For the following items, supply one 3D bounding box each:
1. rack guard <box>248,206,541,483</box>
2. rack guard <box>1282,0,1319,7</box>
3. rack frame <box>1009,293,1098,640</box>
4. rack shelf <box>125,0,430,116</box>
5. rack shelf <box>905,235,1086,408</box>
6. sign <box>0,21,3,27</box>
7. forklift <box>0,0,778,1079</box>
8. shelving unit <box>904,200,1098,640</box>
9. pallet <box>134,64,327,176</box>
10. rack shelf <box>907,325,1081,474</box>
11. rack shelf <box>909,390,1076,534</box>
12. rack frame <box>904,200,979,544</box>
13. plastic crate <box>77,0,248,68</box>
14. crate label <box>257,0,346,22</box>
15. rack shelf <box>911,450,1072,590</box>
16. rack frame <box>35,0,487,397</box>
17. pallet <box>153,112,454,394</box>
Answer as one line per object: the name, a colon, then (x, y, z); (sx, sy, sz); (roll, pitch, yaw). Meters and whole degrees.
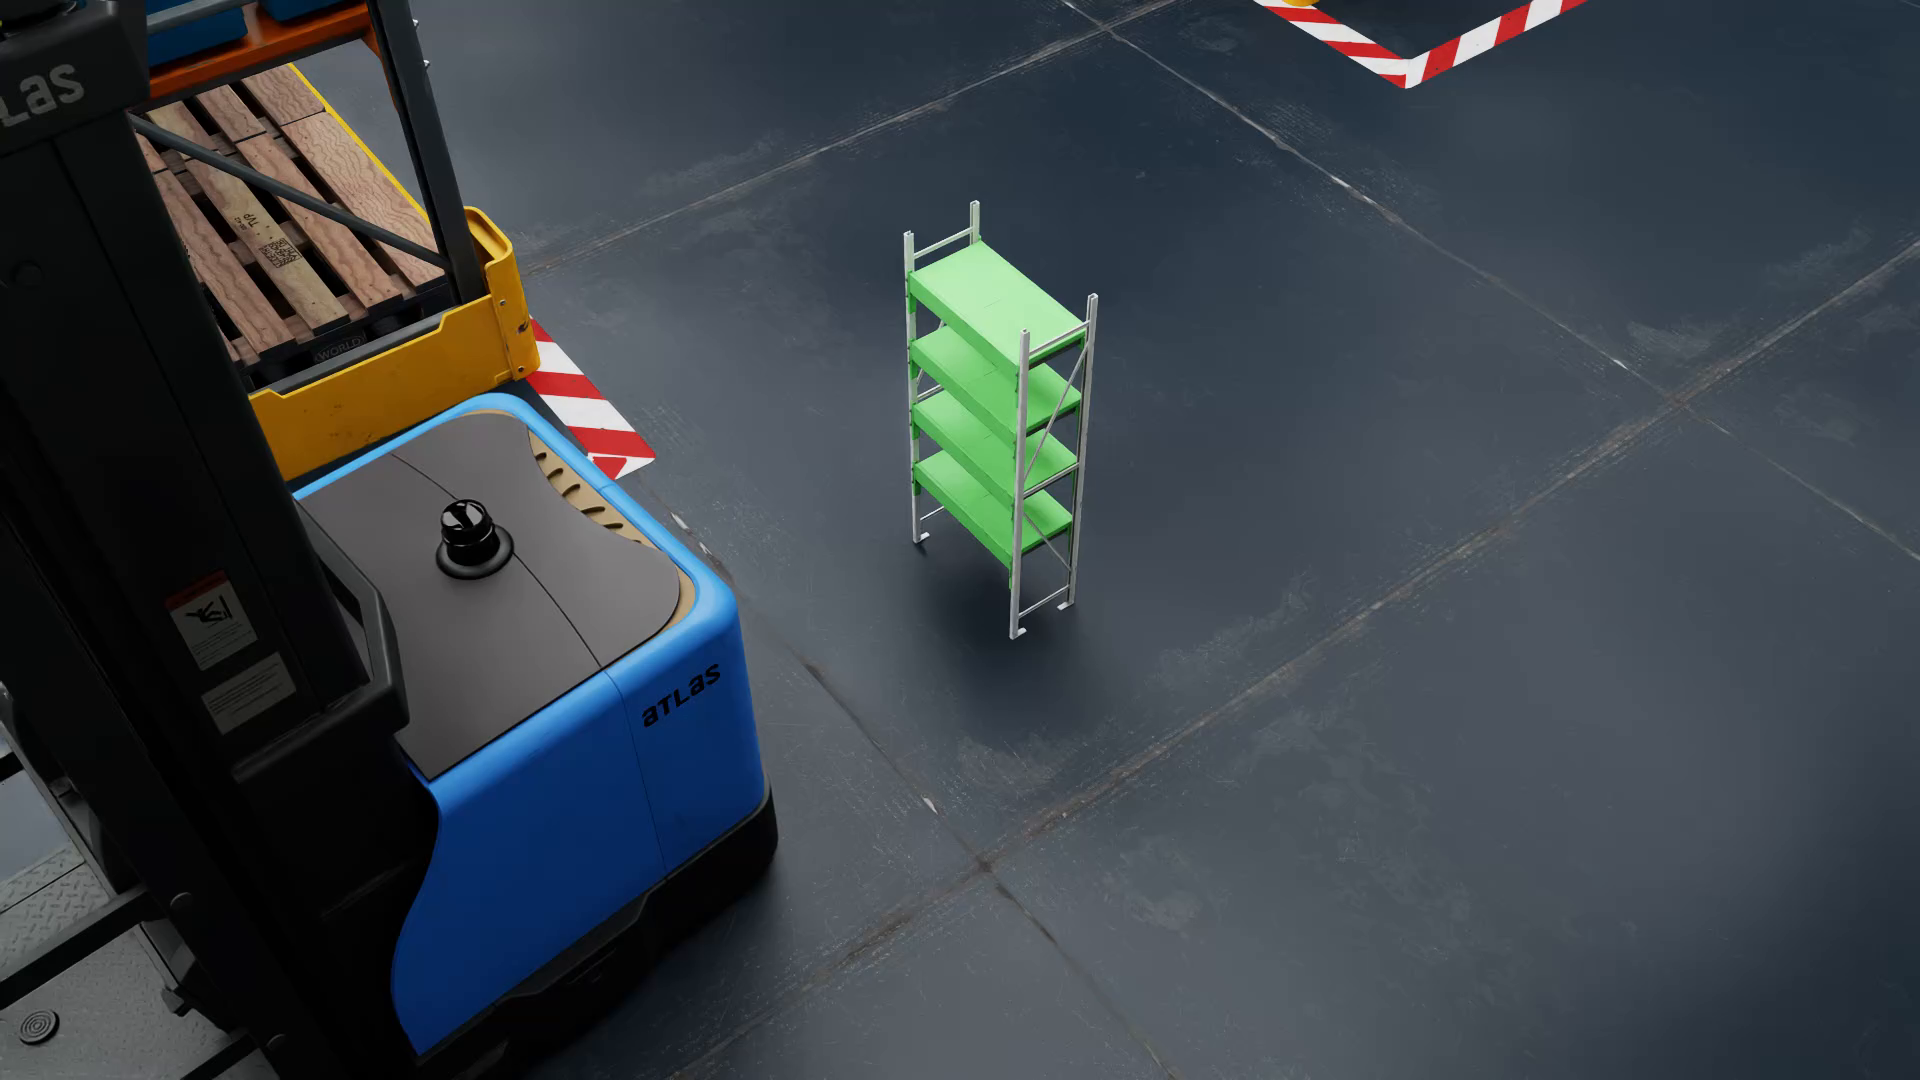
rack guard: (-2.007, -0.611, 5.466); (1.175, 0.500, 0.348); (-29, 54, -24)
rack guard: (1.867, -2.884, 7.527); (1.175, 0.500, 0.348); (-29, 54, -24)
rack frame: (0.248, -0.162, 4.587); (0.240, 1.200, 0.015); (-29, 54, -24)
rack shelf: (-3.243, -2.396, 5.883); (1.077, 0.370, 4.000); (-29, 54, -24)
rack shelf: (0.100, -0.585, 4.409); (0.258, 0.148, 0.480); (-29, 54, -24)
sign: (-2.460, -1.257, 4.255); (0.100, 0.325, 0.005); (-29, 54, -24)
forklift: (-1.907, 0.347, 2.957); (3.031, 2.935, 1.130); (-35, 56, -27)
shelving unit: (0.100, -0.305, 4.717); (0.258, 1.200, 0.503); (-29, 54, -24)
pallet: (-3.235, -1.745, 6.689); (1.003, 0.211, 1.213); (-29, 54, -24)
rack shelf: (0.100, -0.424, 4.587); (0.258, 0.148, 0.480); (-29, 54, -24)
rack shelf: (0.100, -0.262, 4.764); (0.258, 0.148, 0.480); (-29, 54, -24)
rack frame: (-0.048, -0.449, 4.847); (0.240, 1.200, 0.015); (-29, 54, -24)
plastic crate: (-2.383, -1.604, 4.615); (0.616, 0.435, 0.499); (-29, 54, -24)
crate label: (-1.919, -1.716, 4.853); (0.416, 0.233, 0.303); (-29, 54, -24)
rack shelf: (0.100, -0.101, 4.942); (0.258, 0.148, 0.480); (-29, 54, -24)
rack frame: (-2.032, -1.459, 4.548); (1.000, 3.000, 0.127); (-29, 54, -24)
pallet: (-2.500, -1.026, 6.037); (1.003, 0.211, 1.213); (-29, 54, -24)
